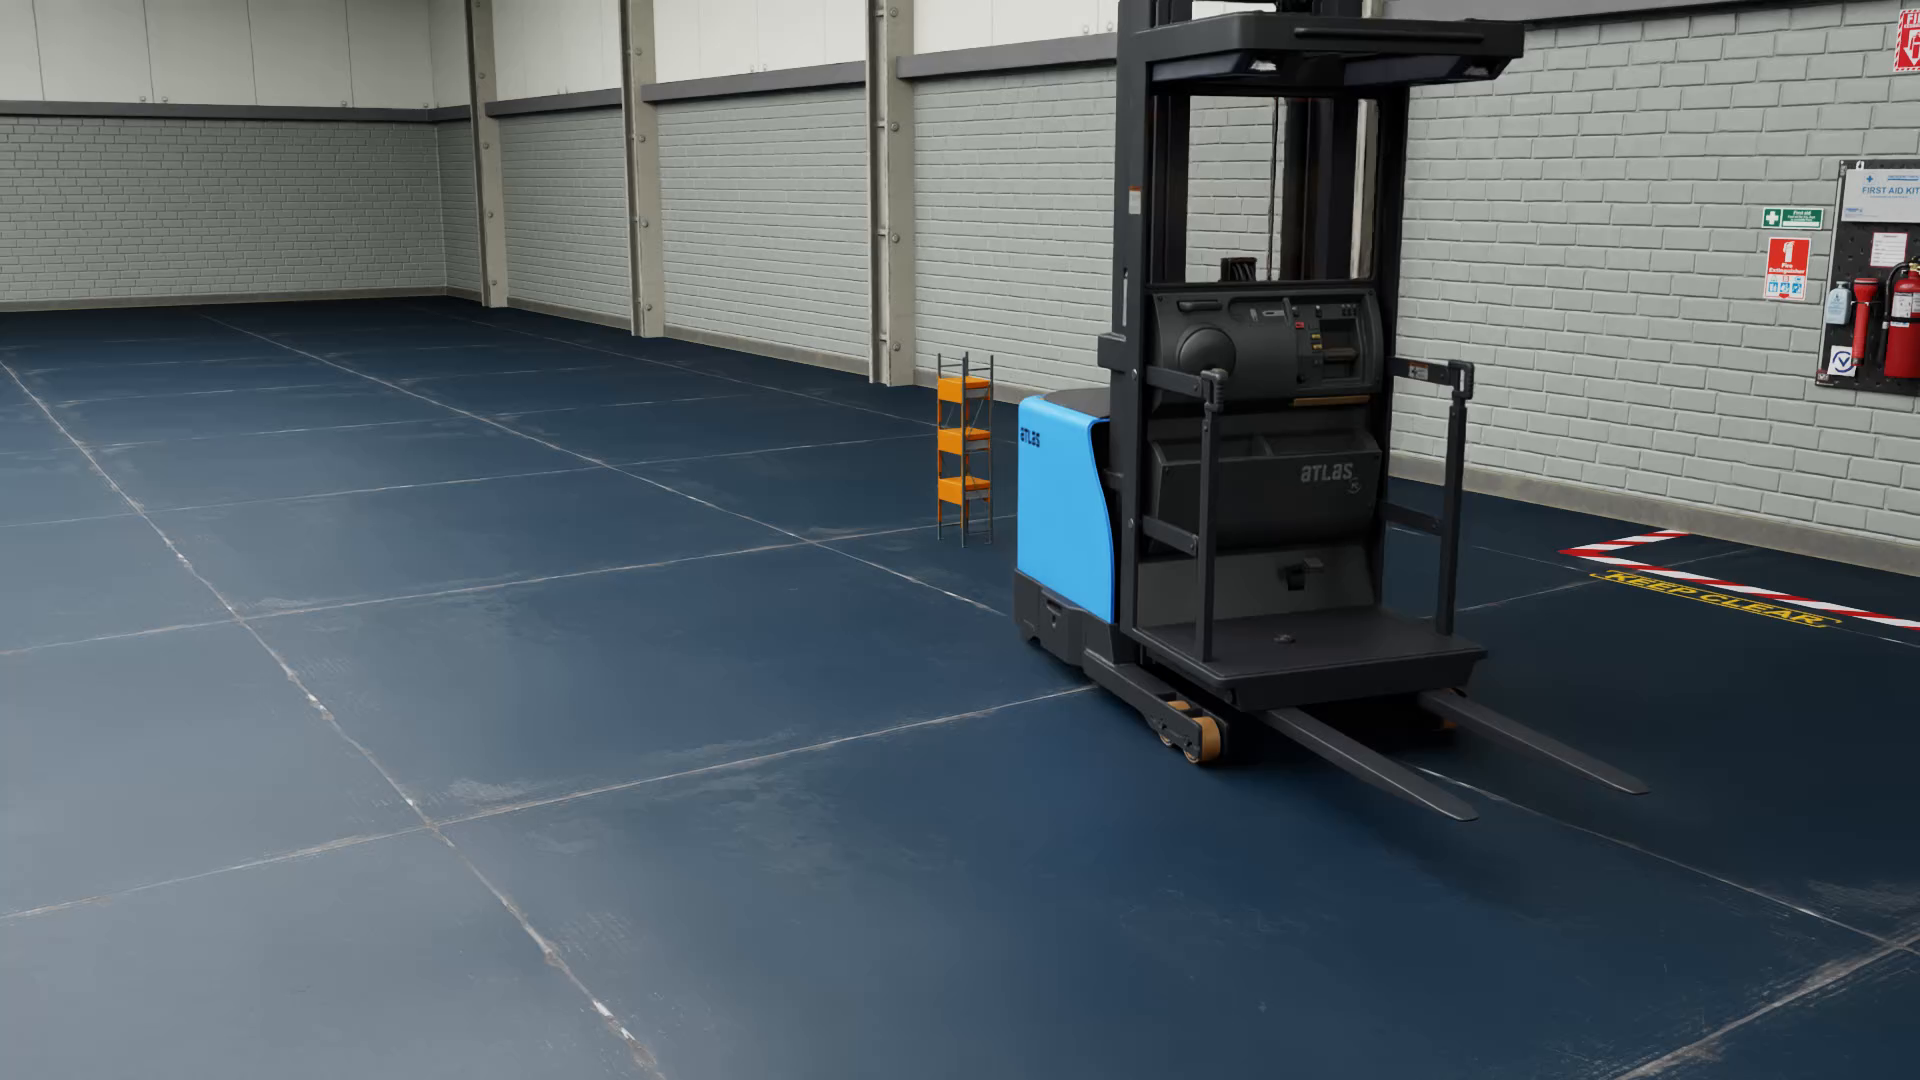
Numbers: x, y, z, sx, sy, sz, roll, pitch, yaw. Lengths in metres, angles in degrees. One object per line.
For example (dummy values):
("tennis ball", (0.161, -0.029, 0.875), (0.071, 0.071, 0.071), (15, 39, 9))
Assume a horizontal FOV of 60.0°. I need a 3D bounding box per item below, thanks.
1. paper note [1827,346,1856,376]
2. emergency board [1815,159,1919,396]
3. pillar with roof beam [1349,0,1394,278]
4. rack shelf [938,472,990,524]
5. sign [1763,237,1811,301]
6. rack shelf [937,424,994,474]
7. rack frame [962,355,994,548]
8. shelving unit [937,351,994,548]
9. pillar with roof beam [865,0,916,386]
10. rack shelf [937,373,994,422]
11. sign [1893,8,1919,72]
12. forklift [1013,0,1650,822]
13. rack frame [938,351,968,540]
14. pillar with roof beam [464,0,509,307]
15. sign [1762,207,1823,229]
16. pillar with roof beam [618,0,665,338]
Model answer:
("paper note", (4.605, -0.934, 8.672), (0.016, 0.148, 0.142), (-8, 15, -33))
("emergency board", (4.645, -1.324, 8.397), (0.194, 1.169, 0.643), (-8, 15, -33))
("pillar with roof beam", (-0.925, -4.369, 8.275), (9.100, 9.000, 0.400), (-8, 15, -33))
("rack shelf", (0.030, -0.222, 9.268), (0.215, 0.259, 0.240), (-8, 15, -33))
("sign", (4.425, -1.452, 8.898), (0.001, 0.329, 0.234), (-8, 15, -33))
("rack shelf", (0.030, -0.493, 9.208), (0.215, 0.259, 0.240), (-8, 15, -33))
("rack frame", (0.097, -0.482, 9.107), (0.200, 1.050, 0.008), (-8, 15, -33))
("shelving unit", (0.030, -0.503, 9.206), (0.215, 1.050, 0.252), (-8, 15, -33))
("pillar with roof beam", (-4.250, -5.436, 13.154), (9.100, 9.000, 0.400), (-8, 15, -33))
("rack shelf", (0.030, -0.770, 9.148), (0.215, 0.259, 0.240), (-8, 15, -33))
("sign", (4.724, -2.470, 8.210), (0.001, 0.298, 0.199), (-8, 15, -33))
("forklift", (1.216, -0.750, 5.932), (1.130, 2.935, 3.031), (-4, 13, -19))
("rack frame", (-0.038, -0.525, 9.305), (0.200, 1.050, 0.008), (-8, 15, -33))
("pillar with roof beam", (-10.898, -7.570, 22.914), (9.100, 9.000, 0.400), (-8, 15, -33))
("sign", (4.420, -1.709, 8.833), (0.001, 0.109, 0.331), (-8, 15, -33))
("pillar with roof beam", (-7.574, -6.503, 18.034), (9.100, 9.000, 0.400), (-8, 15, -33))
